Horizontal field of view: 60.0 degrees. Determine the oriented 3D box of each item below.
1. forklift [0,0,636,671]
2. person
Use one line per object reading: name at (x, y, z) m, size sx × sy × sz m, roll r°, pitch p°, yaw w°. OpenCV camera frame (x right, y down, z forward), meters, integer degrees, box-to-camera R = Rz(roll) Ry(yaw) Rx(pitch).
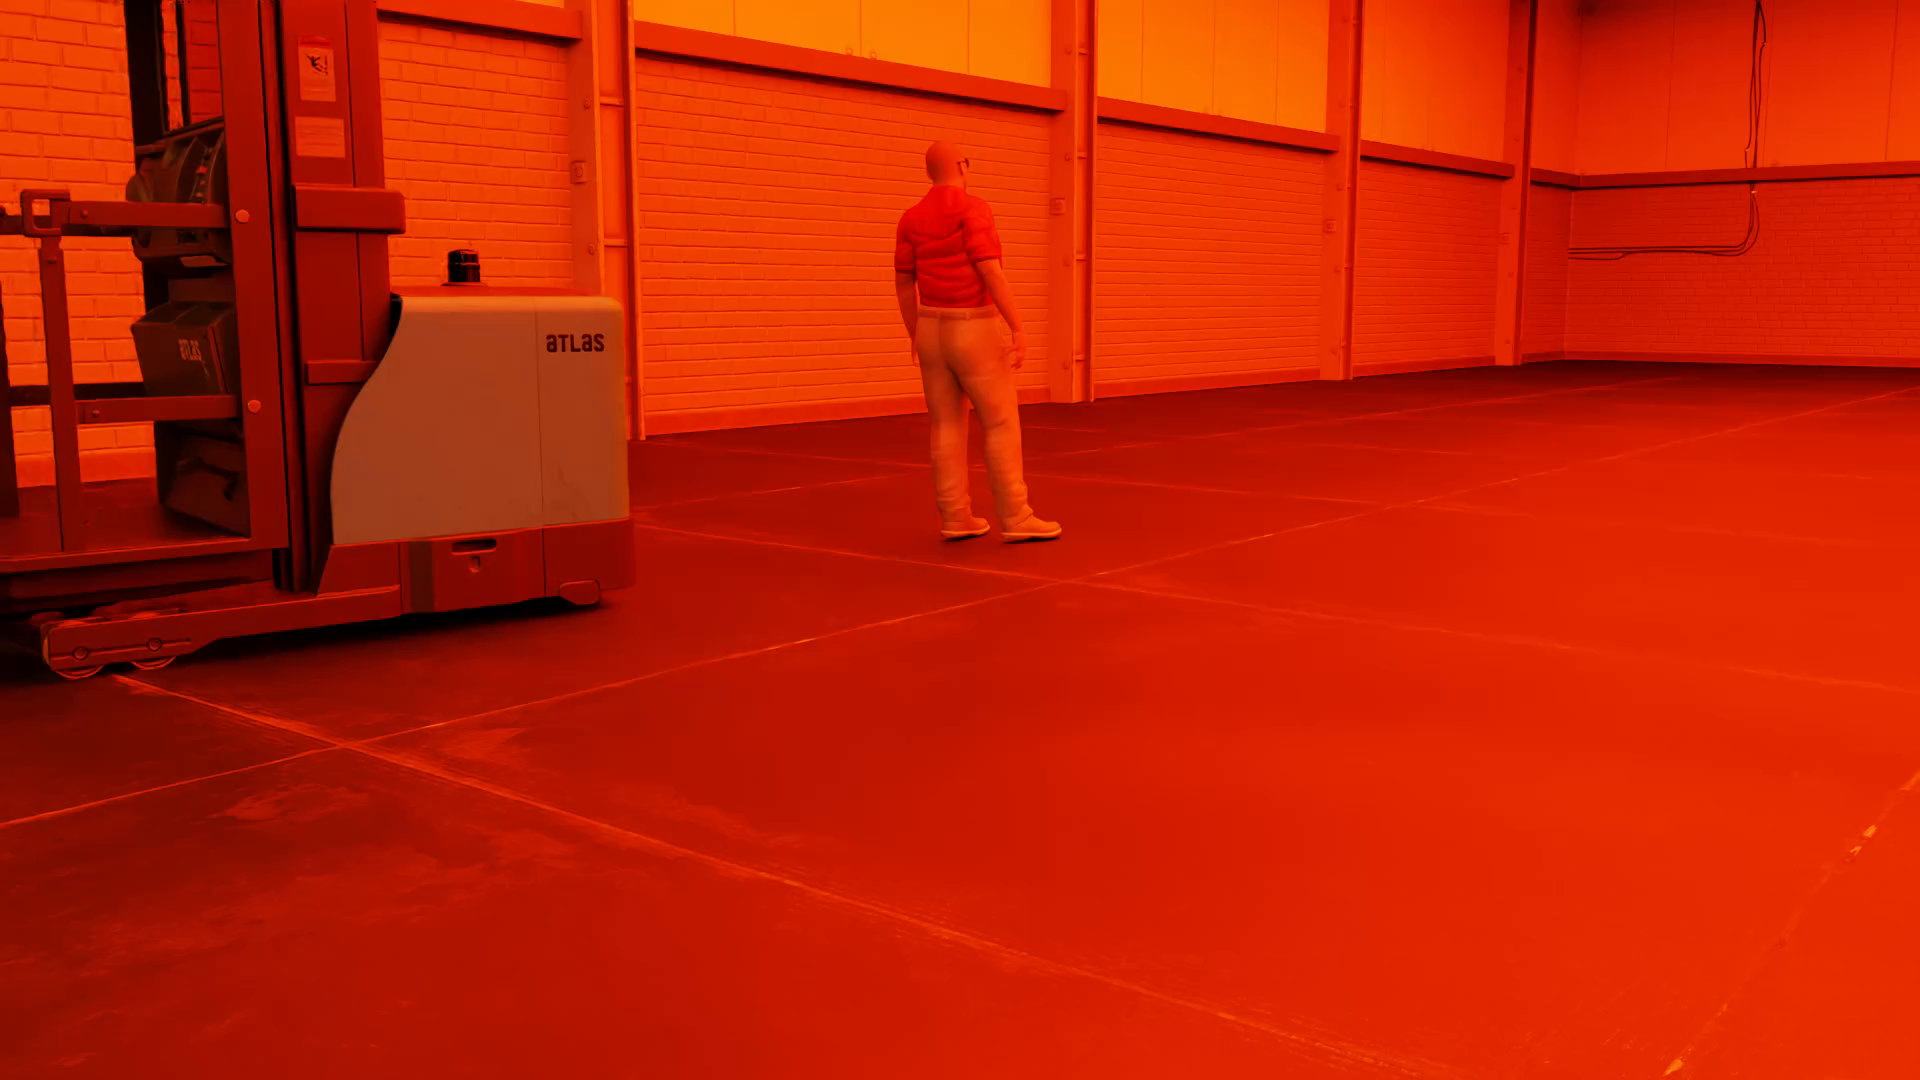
forklift at (-2.606, -1.141, 5.083) m, size 3.031 × 2.935 × 1.130 m, roll -7°, pitch 11°, yaw -38°
person at (0.066, -0.872, 7.341) m, size 0.641 × 1.728 × 0.550 m, roll 7°, pitch 11°, yaw 38°
